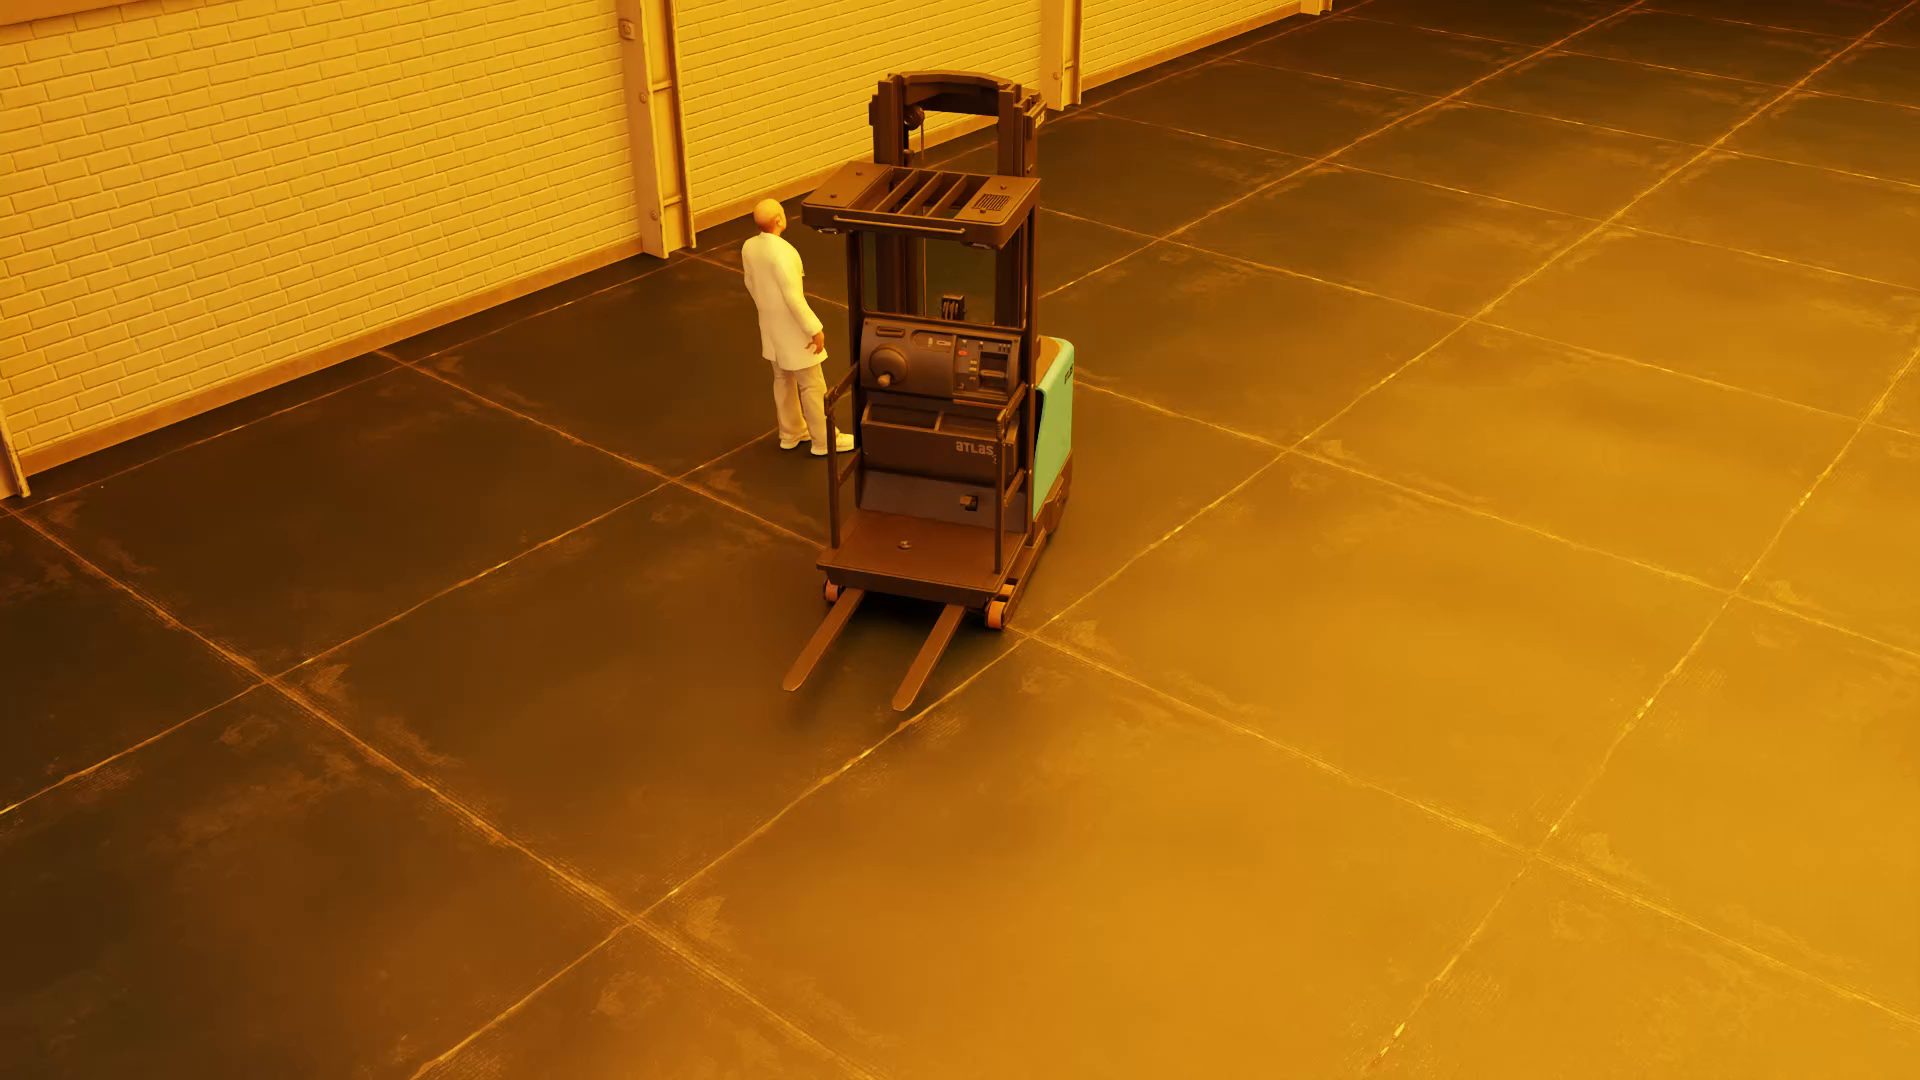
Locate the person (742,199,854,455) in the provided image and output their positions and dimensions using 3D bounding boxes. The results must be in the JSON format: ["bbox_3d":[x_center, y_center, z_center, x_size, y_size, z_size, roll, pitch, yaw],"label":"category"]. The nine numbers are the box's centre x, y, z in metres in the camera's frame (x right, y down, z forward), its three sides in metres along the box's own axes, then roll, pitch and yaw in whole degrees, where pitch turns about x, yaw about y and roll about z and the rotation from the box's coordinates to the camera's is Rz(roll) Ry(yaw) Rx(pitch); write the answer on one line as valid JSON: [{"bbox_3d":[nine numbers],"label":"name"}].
[{"bbox_3d":[-1.089,-1.458,11.220,0.581,1.776,0.695,-22,37,-33],"label":"person"}]

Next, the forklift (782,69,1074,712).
[{"bbox_3d":[-0.176,-0.972,9.258,1.130,2.935,3.031,9,31,14],"label":"forklift"}]
